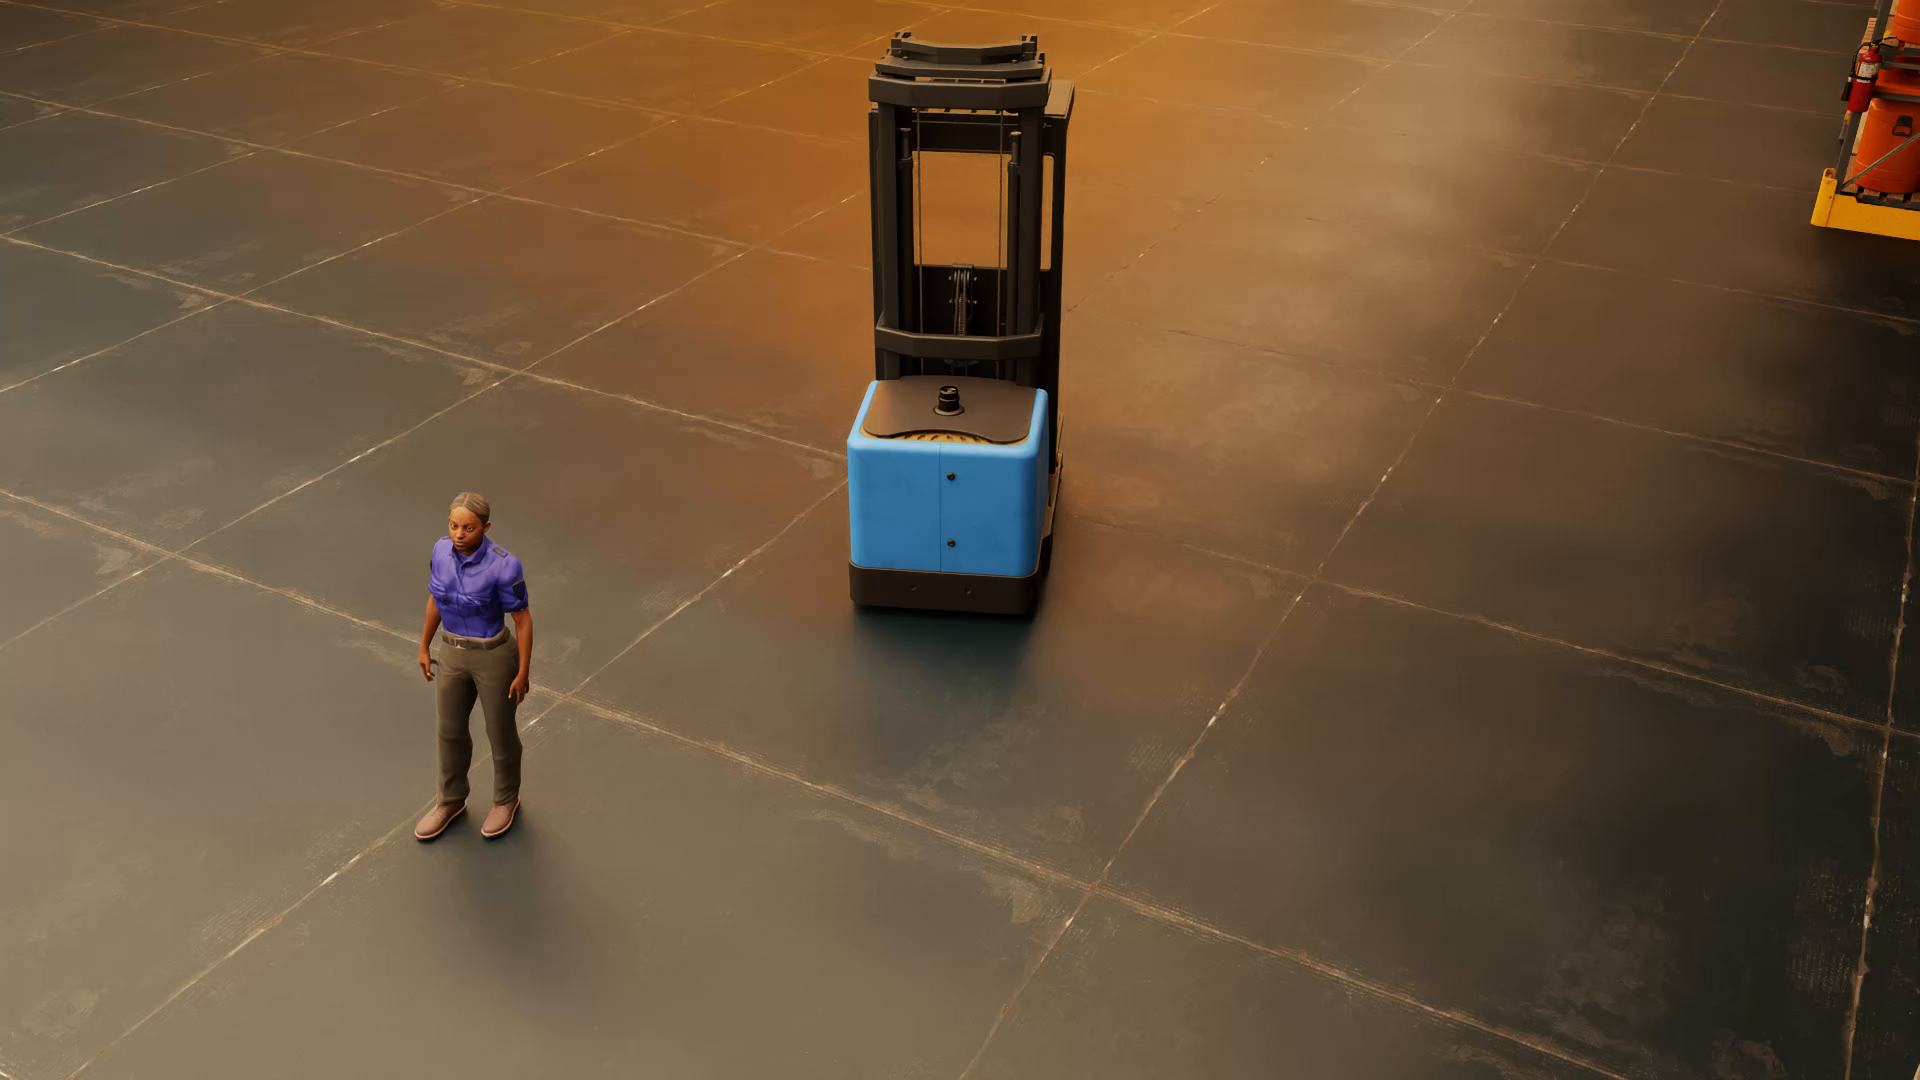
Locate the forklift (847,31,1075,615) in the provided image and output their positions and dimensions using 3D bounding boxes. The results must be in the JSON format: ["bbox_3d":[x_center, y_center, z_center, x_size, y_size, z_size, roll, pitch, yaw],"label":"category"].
[{"bbox_3d":[0.072,-1.572,9.794,1.130,2.935,3.031,3,30,6],"label":"forklift"}]

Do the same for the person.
[{"bbox_3d":[-2.173,0.578,7.332,0.569,1.656,0.503,9,31,15],"label":"person"}]
